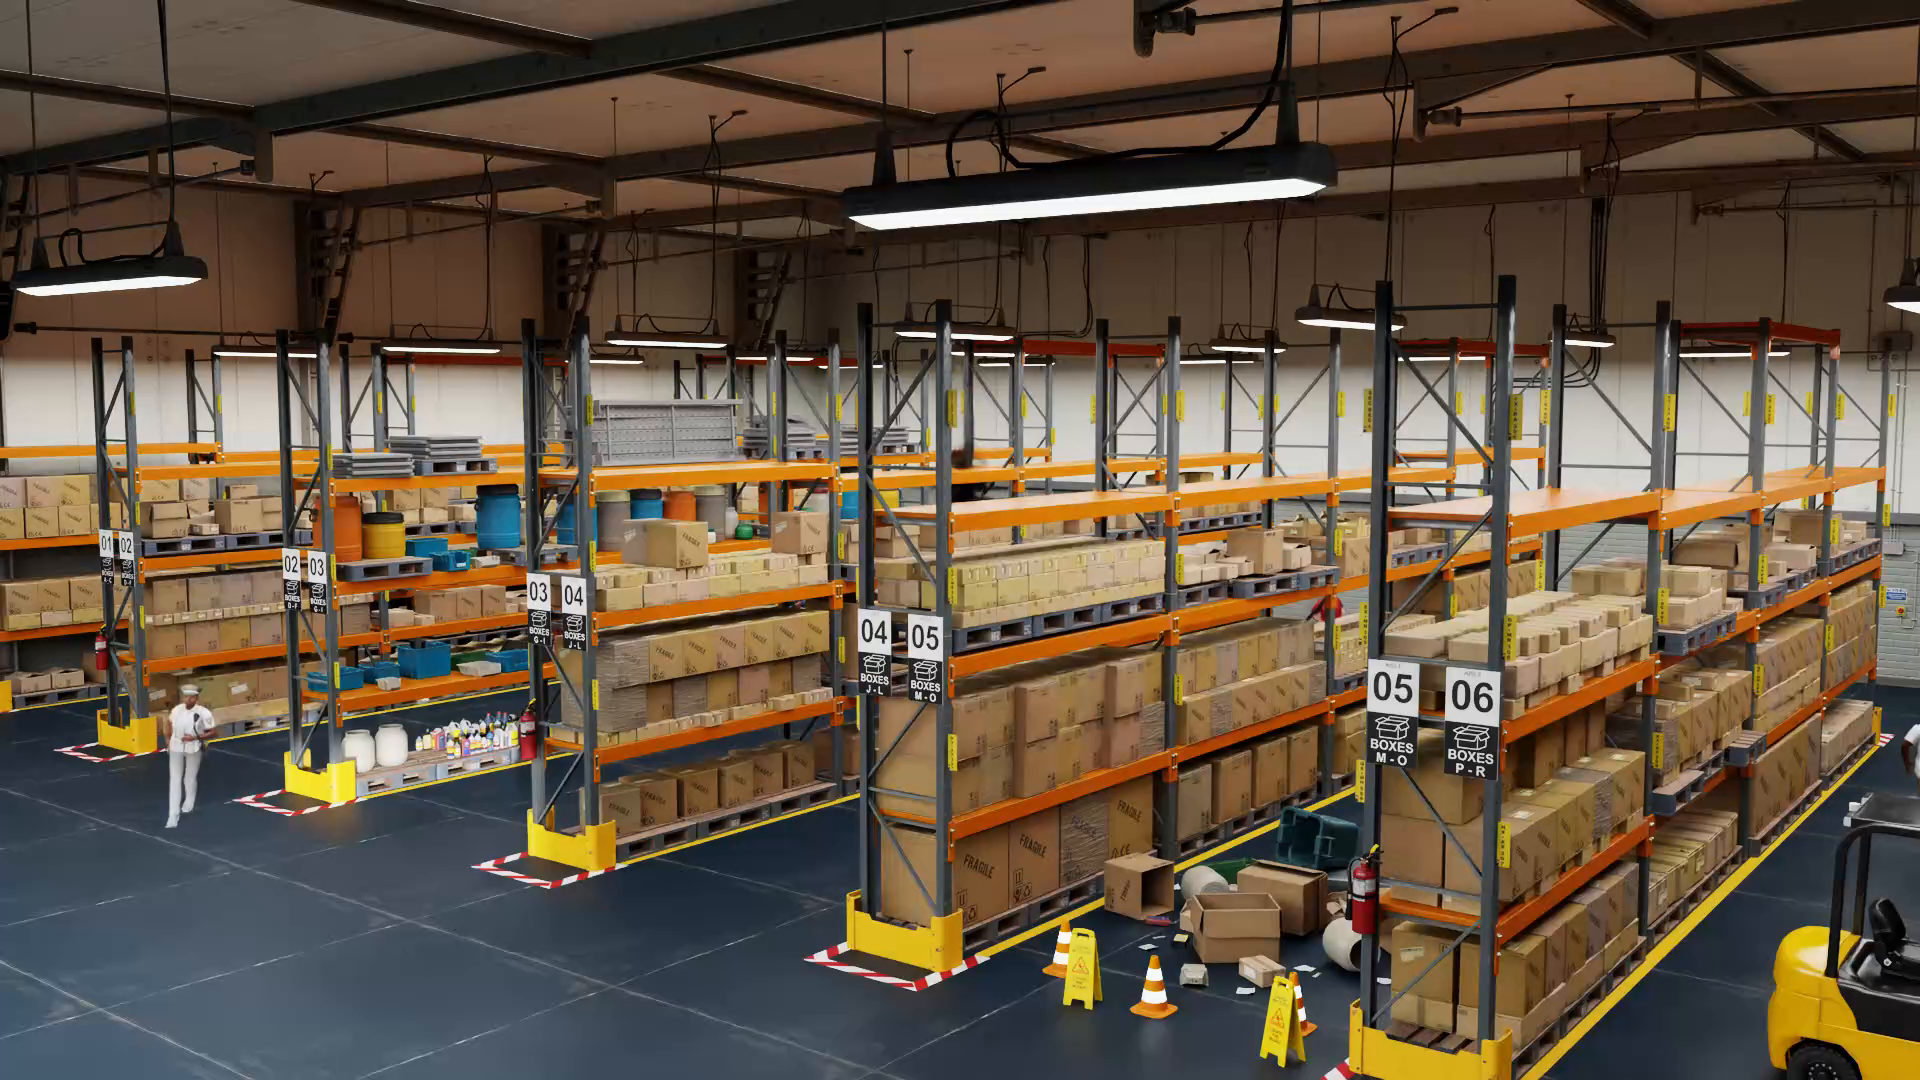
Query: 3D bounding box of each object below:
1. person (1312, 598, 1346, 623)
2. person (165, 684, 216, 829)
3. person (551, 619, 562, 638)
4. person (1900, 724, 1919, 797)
[{"bbox_3d":[6.871,1.674,30.855,0.773,1.666,0.788,-2,5,-18],"label":"person"},{"bbox_3d":[-9.366,2.586,20.254,0.606,1.712,0.871,-1,5,-11],"label":"person"},{"bbox_3d":[-8.242,1.331,34.150,0.678,1.737,0.917,3,6,29],"label":"person"},{"bbox_3d":[11.087,2.660,18.883,0.704,1.721,0.555,3,6,34],"label":"person"}]
